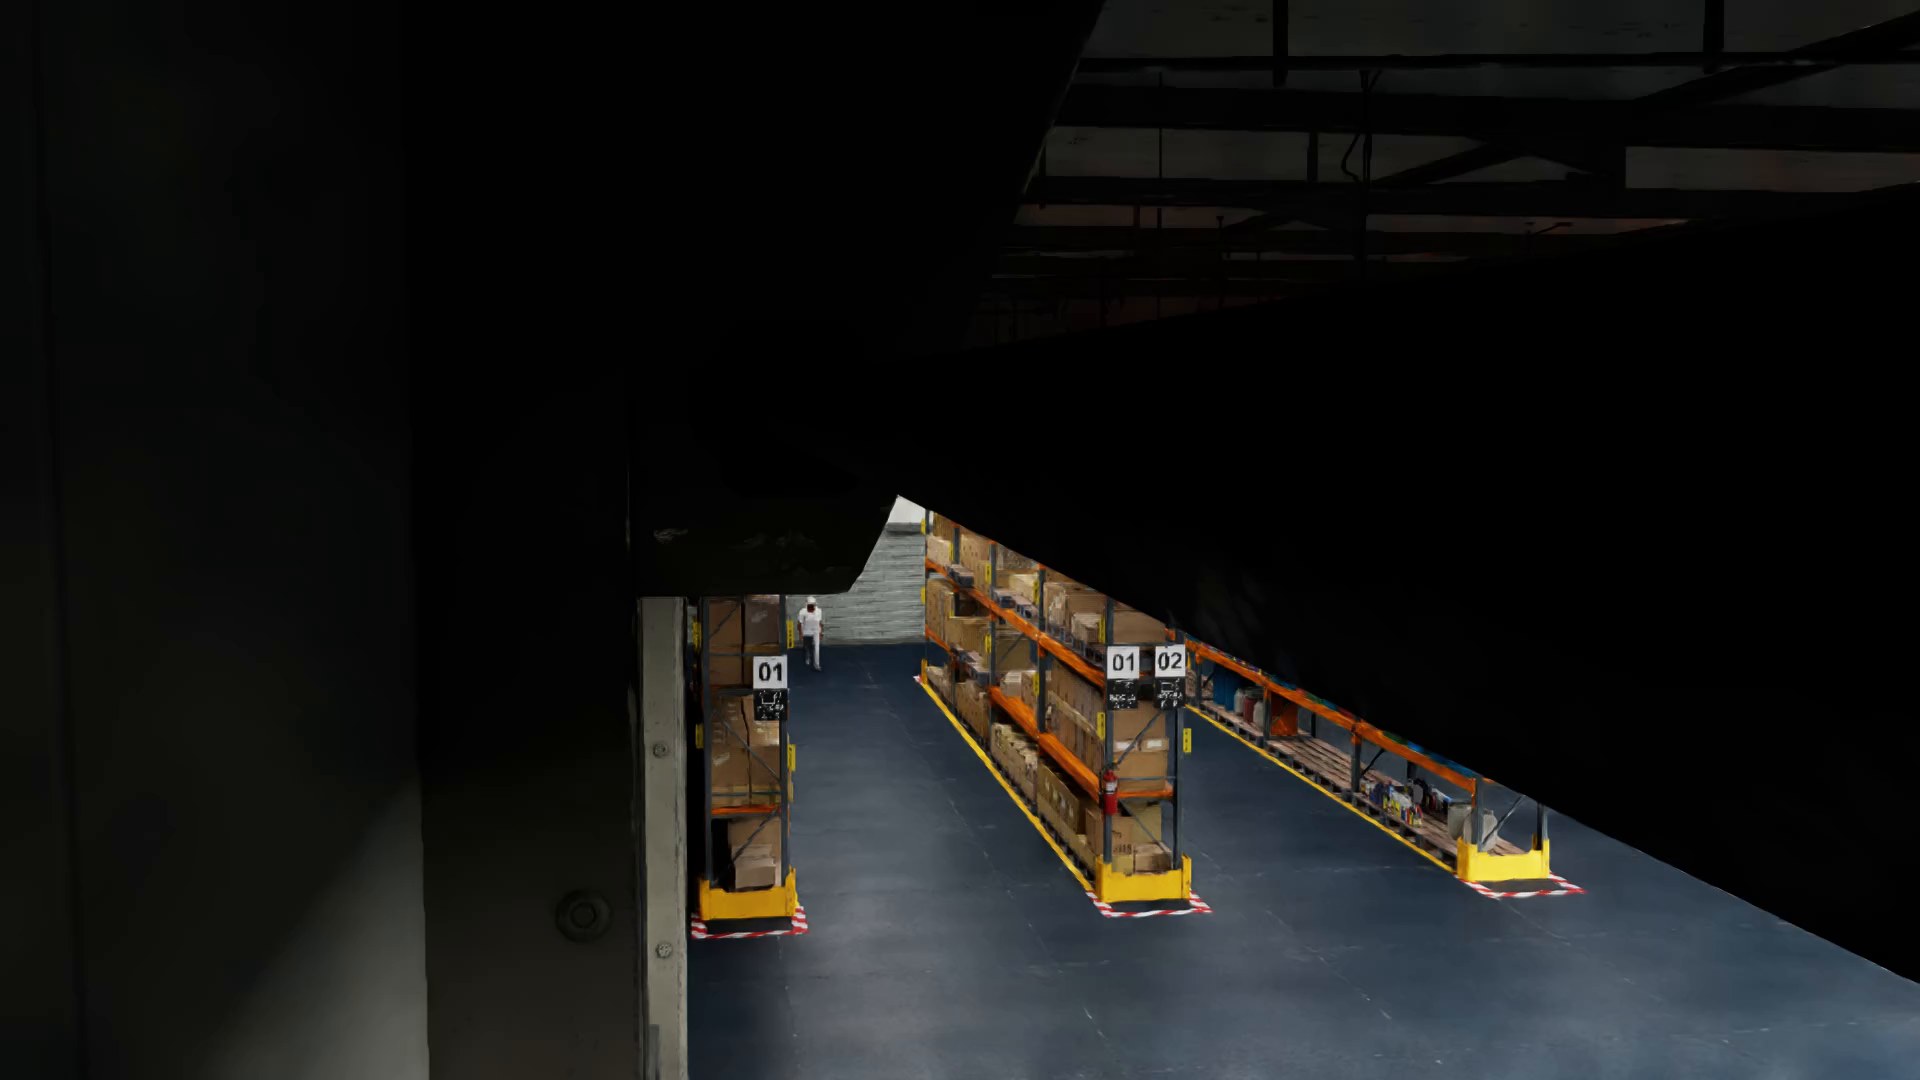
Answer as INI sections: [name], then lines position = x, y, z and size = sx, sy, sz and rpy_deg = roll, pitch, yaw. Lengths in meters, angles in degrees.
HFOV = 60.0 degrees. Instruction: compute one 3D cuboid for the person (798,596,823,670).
[person]
position = -3.438, 2.117, 38.229
size = 0.577, 1.687, 1.121
rpy_deg = -1, 5, -7
